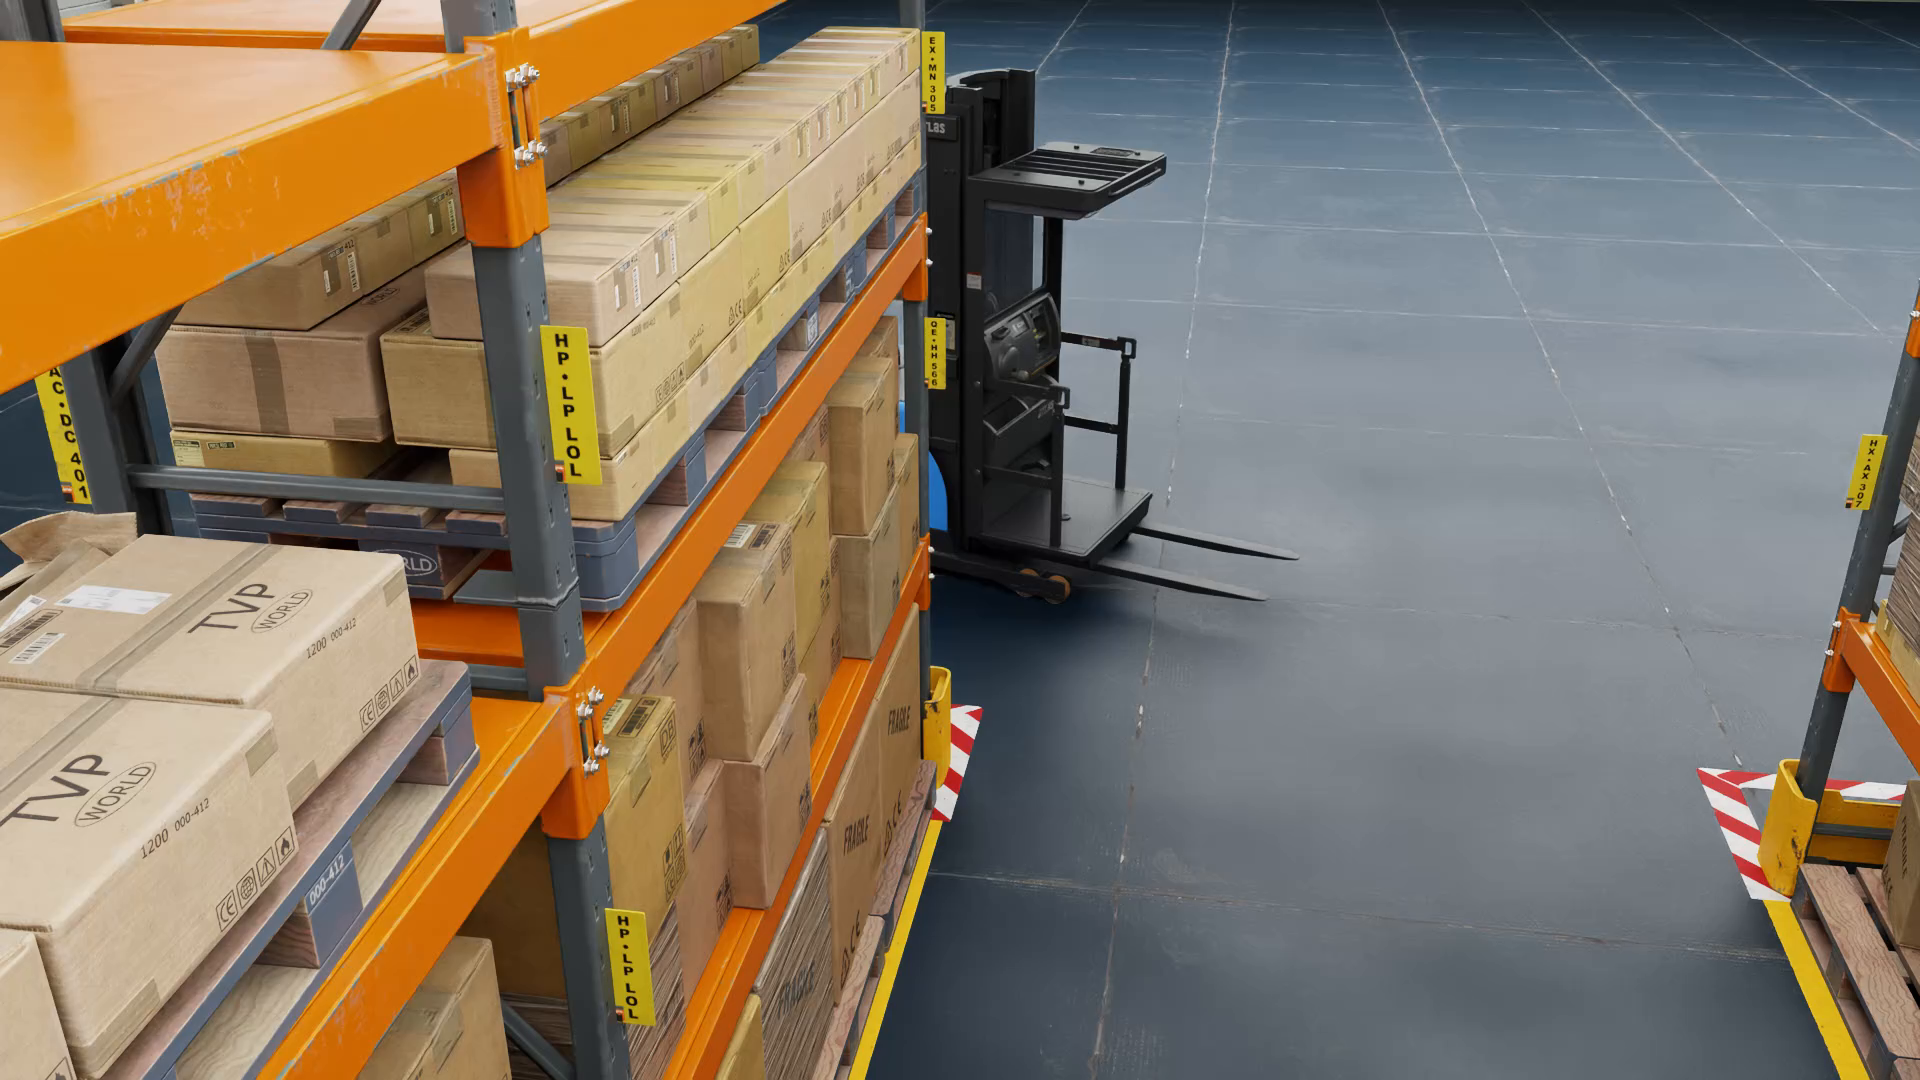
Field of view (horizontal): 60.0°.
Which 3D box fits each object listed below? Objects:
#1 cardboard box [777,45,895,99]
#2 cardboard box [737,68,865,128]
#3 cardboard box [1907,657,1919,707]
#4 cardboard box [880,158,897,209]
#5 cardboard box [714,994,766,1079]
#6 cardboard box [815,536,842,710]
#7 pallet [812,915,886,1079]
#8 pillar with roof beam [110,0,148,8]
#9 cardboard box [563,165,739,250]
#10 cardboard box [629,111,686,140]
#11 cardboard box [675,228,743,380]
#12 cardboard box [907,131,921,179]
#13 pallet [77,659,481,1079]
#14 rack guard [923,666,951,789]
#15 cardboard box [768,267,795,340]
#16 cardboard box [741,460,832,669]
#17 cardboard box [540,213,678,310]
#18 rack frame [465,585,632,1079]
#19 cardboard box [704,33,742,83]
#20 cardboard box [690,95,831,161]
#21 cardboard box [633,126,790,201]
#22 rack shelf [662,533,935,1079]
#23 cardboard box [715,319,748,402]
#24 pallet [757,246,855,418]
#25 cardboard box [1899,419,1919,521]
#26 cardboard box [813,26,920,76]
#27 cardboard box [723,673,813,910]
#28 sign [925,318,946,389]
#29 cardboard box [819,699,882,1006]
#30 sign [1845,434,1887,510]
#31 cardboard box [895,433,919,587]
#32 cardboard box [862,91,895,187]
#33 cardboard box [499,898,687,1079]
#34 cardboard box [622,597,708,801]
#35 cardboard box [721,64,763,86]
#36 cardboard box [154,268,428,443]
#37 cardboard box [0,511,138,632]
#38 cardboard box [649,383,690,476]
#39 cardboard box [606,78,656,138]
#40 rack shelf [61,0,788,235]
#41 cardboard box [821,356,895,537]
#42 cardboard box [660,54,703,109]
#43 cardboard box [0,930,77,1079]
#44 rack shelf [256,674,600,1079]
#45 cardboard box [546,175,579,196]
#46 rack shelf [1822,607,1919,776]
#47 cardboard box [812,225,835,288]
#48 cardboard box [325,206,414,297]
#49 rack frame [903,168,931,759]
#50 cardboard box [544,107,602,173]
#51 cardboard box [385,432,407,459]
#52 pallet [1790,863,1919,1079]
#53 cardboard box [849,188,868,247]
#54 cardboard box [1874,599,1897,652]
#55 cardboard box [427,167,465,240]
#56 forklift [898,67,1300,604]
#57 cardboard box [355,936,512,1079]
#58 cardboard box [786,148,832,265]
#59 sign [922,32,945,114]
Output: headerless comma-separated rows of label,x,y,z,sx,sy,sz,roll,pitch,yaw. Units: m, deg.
cardboard box,-0.450,-1.697,6.041,0.380,0.149,0.250,4,25,9
cardboard box,-0.533,-1.484,5.587,0.380,0.149,0.250,4,25,9
cardboard box,3.834,0.578,6.274,0.380,0.149,0.250,4,25,9
cardboard box,-0.449,-1.336,6.212,0.380,0.149,0.250,4,25,9
cardboard box,-1.127,1.955,5.045,0.875,0.875,0.875,4,25,9
cardboard box,-0.945,0.316,6.360,0.875,0.550,0.550,4,25,9
pallet,-0.901,1.880,6.485,1.003,0.211,1.213,4,25,9
pillar with roof beam,-5.238,-8.083,17.405,9.100,9.000,0.400,4,25,9
cardboard box,-0.781,-0.847,4.226,0.380,0.149,0.250,4,25,8
cardboard box,-1.141,-1.285,5.631,0.500,0.250,0.500,4,25,8
cardboard box,-0.862,-0.616,4.201,0.500,0.250,0.500,4,25,8
cardboard box,-0.365,-1.549,6.666,0.380,0.149,0.250,4,25,8
pallet,-1.400,0.556,2.710,0.805,0.209,1.217,3,25,6
rack guard,-0.641,0.891,8.258,1.175,0.500,0.348,4,25,9
cardboard box,-0.698,-0.700,4.853,0.380,0.149,0.250,4,25,9
cardboard box,-0.927,0.056,5.642,0.875,0.550,0.500,4,25,9
cardboard box,-0.864,-0.636,3.774,0.380,0.149,0.250,4,25,8
rack frame,-1.299,1.441,4.132,1.000,3.000,0.127,4,25,9
cardboard box,-1.056,-1.851,6.370,0.380,0.149,0.250,4,25,9
cardboard box,-0.615,-1.271,5.130,0.380,0.149,0.250,4,25,9
cardboard box,-0.698,-1.061,4.683,0.380,0.149,0.250,4,25,8
rack shelf,-0.972,0.931,6.072,1.077,0.370,4.000,4,25,9
cardboard box,-0.780,-0.485,4.393,0.380,0.149,0.250,4,25,8
pallet,-0.953,-0.727,5.332,1.003,0.211,1.213,4,25,9
cardboard box,3.873,-0.267,6.135,0.500,0.500,0.500,4,25,9
cardboard box,-0.366,-1.909,6.493,0.380,0.149,0.250,4,25,9
cardboard box,-0.979,0.769,5.392,0.875,0.550,0.550,4,25,9
sign,-0.112,-0.820,7.318,0.100,0.325,0.005,4,25,9
cardboard box,-0.833,1.197,6.666,0.875,0.875,0.875,4,25,8
sign,3.696,-0.275,6.779,0.100,0.325,0.005,4,25,9
cardboard box,-0.661,-0.141,7.336,0.875,0.550,0.550,4,25,9
cardboard box,-0.532,-1.459,6.003,0.500,0.250,0.500,4,25,9
cardboard box,-1.251,1.218,4.432,0.875,0.550,0.550,4,25,9
cardboard box,-1.230,0.494,4.705,0.875,0.550,0.550,4,25,9
cardboard box,-0.977,-1.708,6.536,0.500,0.250,0.500,4,25,8
cardboard box,-1.472,-0.443,3.833,0.500,0.250,0.500,4,25,8
cardboard box,-1.644,0.143,2.912,0.258,0.266,0.396,4,25,8
cardboard box,-0.864,-0.276,3.946,0.380,0.149,0.250,4,25,9
cardboard box,-1.223,-1.424,5.458,0.380,0.149,0.250,4,25,8
rack shelf,-0.972,-1.605,4.885,1.077,0.370,4.000,4,25,9
cardboard box,-0.743,-0.400,6.615,0.875,0.550,0.550,4,25,9
cardboard box,-1.139,-1.638,5.915,0.380,0.149,0.250,4,25,9
cardboard box,-1.369,0.636,1.806,0.500,0.311,0.500,3,25,7
rack shelf,-1.626,1.245,1.862,1.077,0.370,4.000,4,25,9
cardboard box,-1.305,-0.864,4.731,0.500,0.250,0.500,4,25,8
rack shelf,3.905,1.317,5.247,1.077,0.370,4.000,4,25,9
cardboard box,-0.615,-0.911,5.304,0.380,0.149,0.250,4,25,9
cardboard box,-1.512,-0.681,3.870,0.380,0.149,0.250,4,25,8
rack frame,-0.645,-0.232,7.706,1.000,3.000,0.127,4,25,9
cardboard box,-1.306,-1.210,5.001,0.380,0.149,0.250,4,25,9
cardboard box,-1.514,-0.319,4.037,0.380,0.149,0.250,4,25,9
pallet,4.051,1.786,6.685,1.003,0.211,1.213,4,25,9
cardboard box,-0.532,-1.123,5.757,0.380,0.149,0.250,4,25,8
cardboard box,3.950,0.371,6.716,0.380,0.149,0.250,4,25,9
cardboard box,-1.430,-0.890,4.318,0.380,0.149,0.250,4,25,9
forklift,0.557,-1.203,9.863,3.031,2.935,1.130,13,28,25
cardboard box,-1.374,1.151,3.455,0.700,0.500,0.500,4,25,8
cardboard box,-0.698,-1.038,5.105,0.500,0.250,0.500,4,25,9
sign,-0.112,-1.912,6.807,0.100,0.325,0.005,4,25,9
